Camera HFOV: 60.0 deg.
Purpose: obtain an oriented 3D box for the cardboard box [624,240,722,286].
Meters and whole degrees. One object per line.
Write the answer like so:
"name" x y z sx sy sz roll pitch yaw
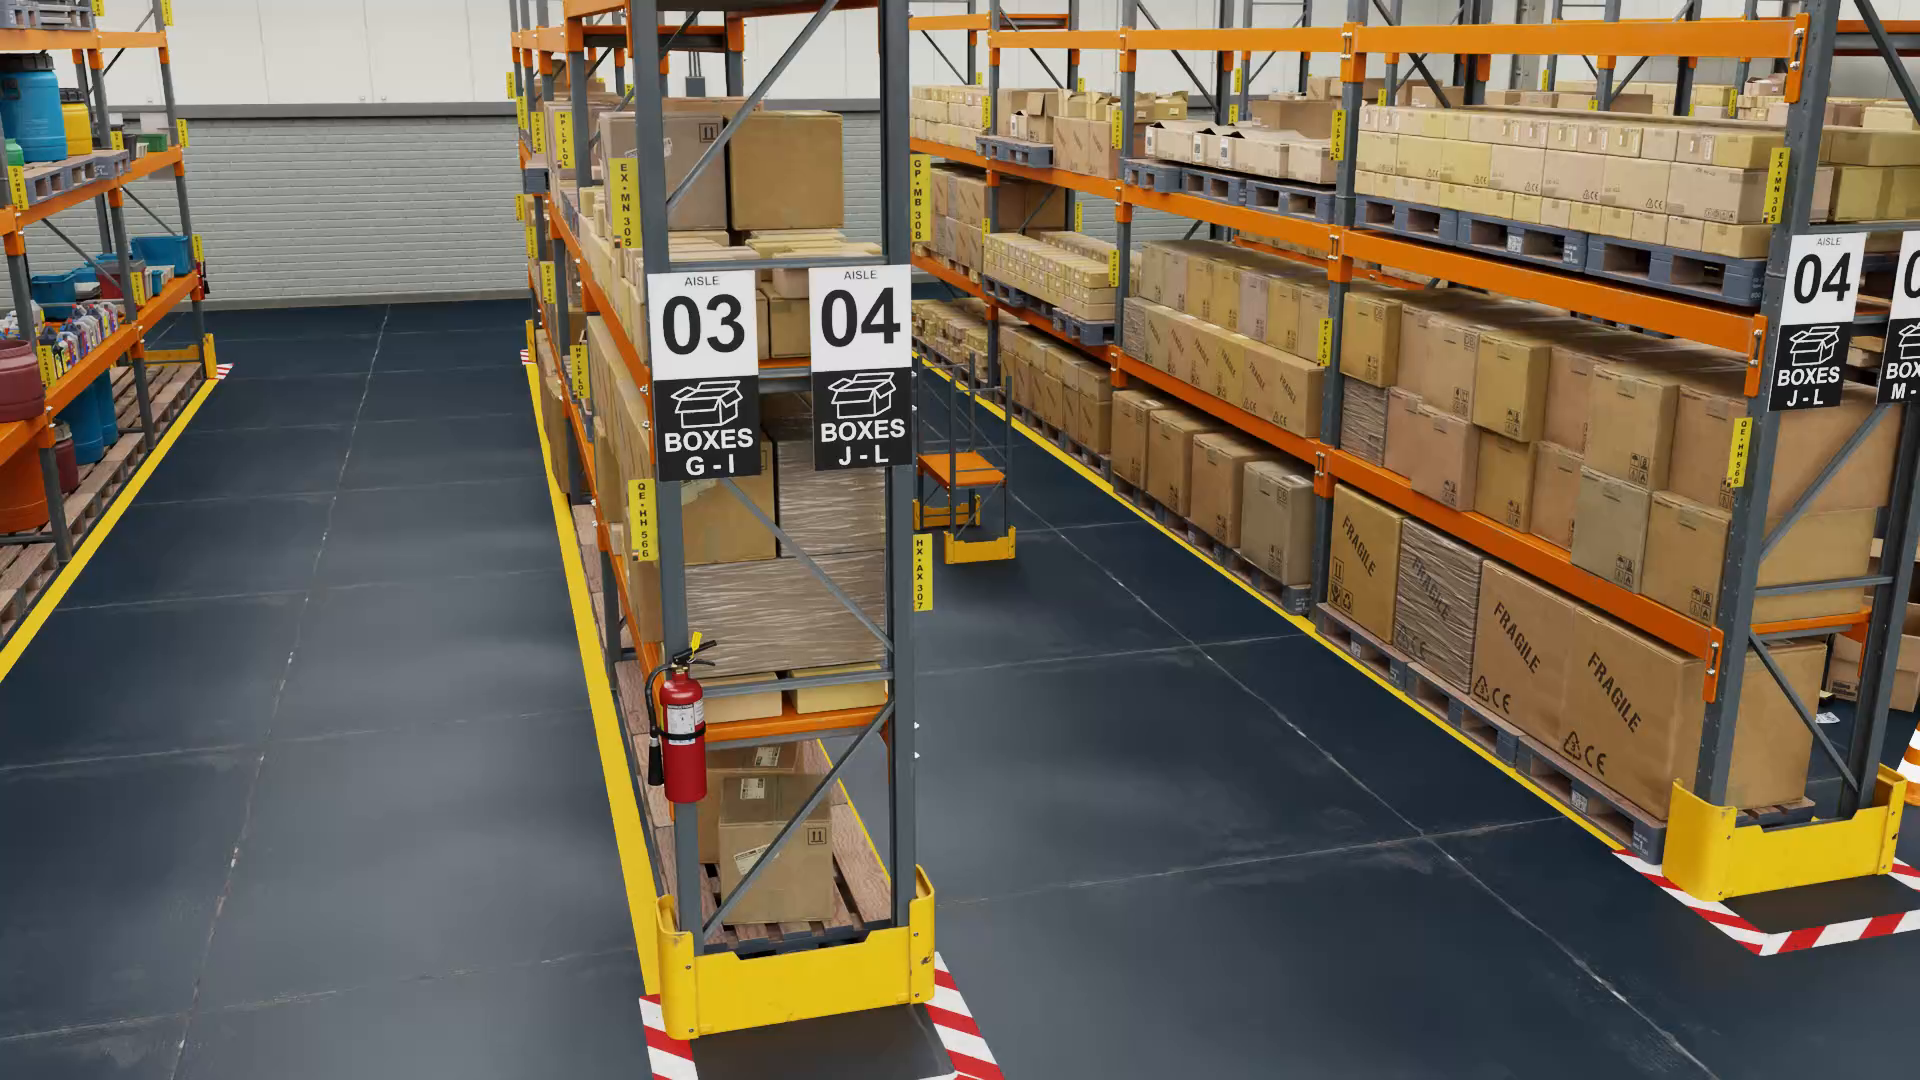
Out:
"cardboard box" -1.200 -1.164 6.967 0.380 0.149 0.250 -5 18 -18

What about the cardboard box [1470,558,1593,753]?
"cardboard box" 3.619 0.619 9.642 0.875 0.875 0.875 -5 17 -16

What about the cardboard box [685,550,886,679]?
"cardboard box" -0.809 0.247 7.224 0.875 0.500 0.500 -5 17 -15

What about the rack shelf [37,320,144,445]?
"rack shelf" -8.194 -1.438 14.776 1.077 0.370 4.000 -5 17 -15

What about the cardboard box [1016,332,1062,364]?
"cardboard box" 0.913 -2.082 17.982 0.500 0.250 0.500 -4 17 -14

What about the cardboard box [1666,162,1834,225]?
"cardboard box" 3.710 -1.642 7.830 0.500 0.250 0.500 -4 17 -15

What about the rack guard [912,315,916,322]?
"rack guard" -0.263 -2.980 23.003 1.175 0.500 0.348 -5 17 -15

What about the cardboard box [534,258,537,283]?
"cardboard box" -4.500 -3.042 18.610 0.500 0.250 0.500 -4 17 -14

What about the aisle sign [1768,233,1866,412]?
"aisle sign" 3.844 -0.974 7.462 0.394 0.787 0.004 -5 17 -15

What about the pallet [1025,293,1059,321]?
"pallet" 1.331 -2.438 17.186 1.003 0.211 1.213 -5 17 -15

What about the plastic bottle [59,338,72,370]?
"plastic bottle" -7.712 -1.603 14.298 0.097 0.271 0.097 0 17 0

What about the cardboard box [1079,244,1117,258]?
"cardboard box" 1.470 -3.001 17.402 0.380 0.149 0.250 -6 18 -18

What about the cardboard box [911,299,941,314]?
"cardboard box" -0.467 -3.147 22.406 0.380 0.149 0.250 -6 18 -18

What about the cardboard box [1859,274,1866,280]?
"cardboard box" 7.260 -1.936 13.763 0.500 0.500 0.500 -5 17 -15

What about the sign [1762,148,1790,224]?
"sign" 3.587 -1.556 7.302 0.100 0.325 0.005 -5 17 -15

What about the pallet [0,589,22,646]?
"pallet" -7.138 0.660 11.387 1.003 0.211 1.213 -5 17 -15

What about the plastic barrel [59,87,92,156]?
"plastic barrel" -8.298 -3.827 15.208 0.600 0.588 0.600 0 17 0

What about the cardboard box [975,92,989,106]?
"cardboard box" 0.384 -5.024 18.948 0.380 0.149 0.250 -4 17 -14

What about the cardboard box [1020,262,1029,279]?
"cardboard box" 0.846 -2.807 17.272 0.380 0.149 0.250 -5 17 -16

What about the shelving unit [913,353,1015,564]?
"shelving unit" 0.021 -0.697 13.666 0.587 1.500 1.083 -5 17 -15

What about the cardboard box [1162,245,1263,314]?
"cardboard box" 2.168 -2.247 14.307 0.700 0.500 0.500 -5 17 -16

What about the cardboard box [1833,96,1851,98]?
"cardboard box" 10.745 -5.328 20.276 0.380 0.149 0.250 -4 17 -14

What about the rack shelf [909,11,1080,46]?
"rack shelf" 0.265 -6.172 20.113 1.077 0.370 4.000 -5 17 -15

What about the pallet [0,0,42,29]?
"pallet" -7.813 -4.023 12.725 1.213 0.211 1.003 -5 17 -15

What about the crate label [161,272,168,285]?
"crate label" -9.279 -2.977 19.003 0.396 0.136 0.243 -5 17 -15

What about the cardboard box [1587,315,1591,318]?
"cardboard box" 6.257 -2.452 17.162 0.500 0.250 0.500 -5 18 -17

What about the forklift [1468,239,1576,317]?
"forklift" 4.902 -1.606 14.203 1.130 2.935 3.031 -5 17 -16

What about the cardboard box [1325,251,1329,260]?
"cardboard box" 5.027 -3.809 21.244 0.500 0.500 0.500 -5 17 -17

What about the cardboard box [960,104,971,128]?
"cardboard box" 0.312 -4.948 19.389 0.500 0.250 0.500 -5 18 -18

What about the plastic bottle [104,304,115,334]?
"plastic bottle" -8.217 -2.136 16.052 0.061 0.283 0.133 -5 17 -15

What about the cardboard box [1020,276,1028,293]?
"cardboard box" 0.845 -2.666 17.321 0.380 0.149 0.250 -5 17 -16

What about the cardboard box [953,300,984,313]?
"cardboard box" 0.119 -3.118 22.310 0.380 0.149 0.250 -4 17 -14

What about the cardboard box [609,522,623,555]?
"cardboard box" -1.755 -0.033 9.285 0.380 0.149 0.250 -5 17 -15

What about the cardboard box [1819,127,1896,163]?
"cardboard box" 4.259 -1.906 8.017 0.380 0.149 0.250 -5 17 -15

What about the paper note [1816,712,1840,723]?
"paper note" 5.326 1.094 10.260 0.144 0.017 0.142 1 17 4

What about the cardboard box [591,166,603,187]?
"cardboard box" -2.395 -2.551 11.693 0.380 0.166 0.250 -5 17 -17

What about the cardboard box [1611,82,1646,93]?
"cardboard box" 9.372 -6.335 23.488 0.500 0.250 0.500 -5 17 -16

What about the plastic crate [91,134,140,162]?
"plastic crate" -8.822 -4.075 17.317 0.497 0.269 0.590 -5 17 -15

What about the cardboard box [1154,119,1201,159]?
"cardboard box" 2.013 -3.649 15.497 0.500 0.500 0.500 -5 17 -15

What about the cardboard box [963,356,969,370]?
"cardboard box" 0.254 -2.155 20.139 0.380 0.149 0.250 -5 18 -17

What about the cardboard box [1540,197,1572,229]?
"cardboard box" 3.347 -1.754 8.897 0.380 0.149 0.250 -5 17 -15

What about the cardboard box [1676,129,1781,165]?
"cardboard box" 3.627 -1.855 7.846 0.380 0.149 0.250 -5 17 -15

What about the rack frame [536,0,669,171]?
"rack frame" -2.883 -4.494 13.271 1.000 3.000 0.127 -5 17 -15

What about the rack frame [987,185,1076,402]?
"rack frame" 0.815 -3.092 19.030 1.000 3.000 0.127 -5 17 -15

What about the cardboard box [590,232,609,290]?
"cardboard box" -1.629 -1.450 8.613 0.500 0.250 0.500 -5 18 -17

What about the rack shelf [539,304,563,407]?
"rack shelf" -3.432 -1.830 16.080 1.077 0.370 4.000 -5 17 -15

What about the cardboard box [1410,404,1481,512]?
"cardboard box" 3.335 -0.540 10.276 0.875 0.550 0.550 -5 17 -15

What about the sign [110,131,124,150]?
"sign" -8.215 -3.820 16.224 0.100 0.325 0.005 -5 17 -15

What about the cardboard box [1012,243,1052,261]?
"cardboard box" 0.769 -3.024 17.479 0.380 0.149 0.250 -5 17 -16

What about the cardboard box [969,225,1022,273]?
"cardboard box" 0.410 -3.393 19.344 0.500 0.500 0.500 -5 17 -15

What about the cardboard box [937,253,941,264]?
"cardboard box" -0.084 -3.608 21.186 0.380 0.149 0.250 -5 17 -16

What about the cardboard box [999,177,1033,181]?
"cardboard box" 0.768 -4.047 19.782 0.500 0.500 0.500 -5 18 -17
